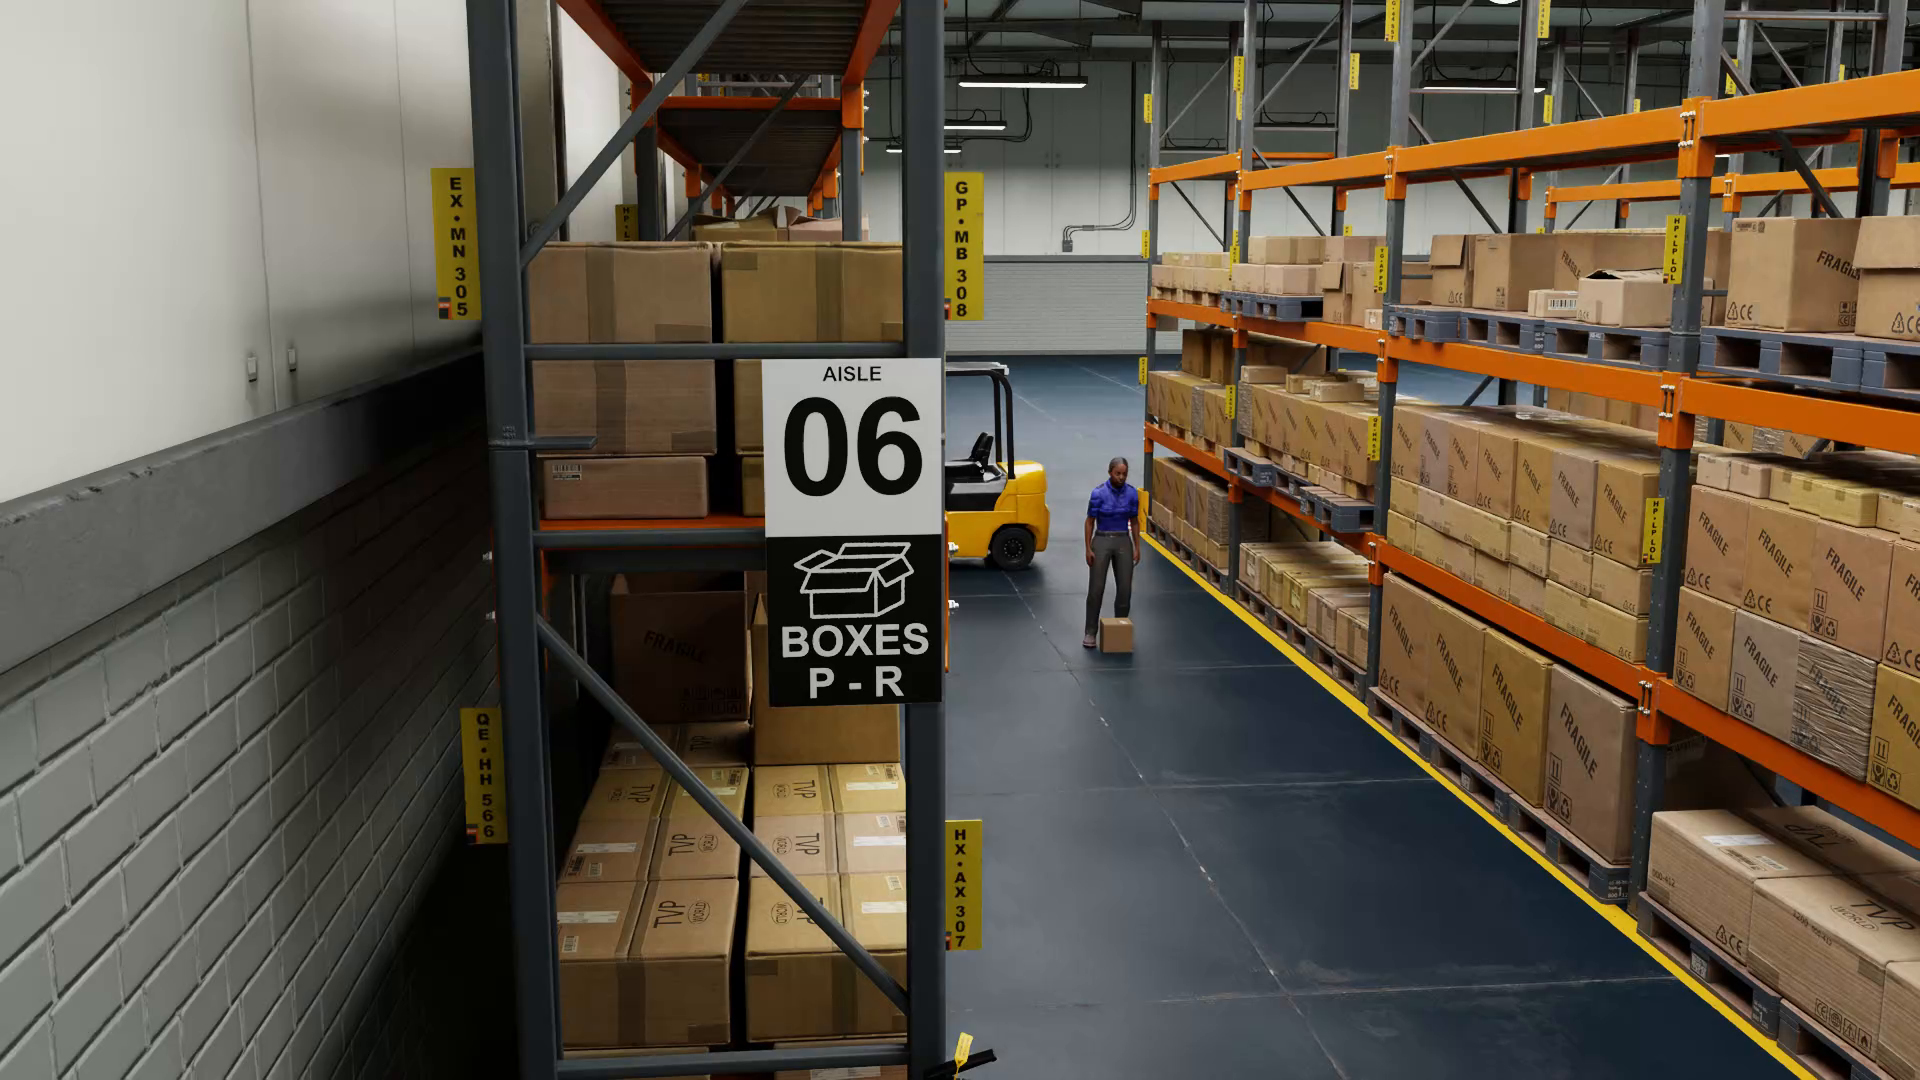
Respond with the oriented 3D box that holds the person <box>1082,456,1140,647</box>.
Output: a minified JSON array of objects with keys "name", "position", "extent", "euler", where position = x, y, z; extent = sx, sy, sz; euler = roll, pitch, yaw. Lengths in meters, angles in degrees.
[{"name":"person","position":[1.313,0.089,14.426],"extent":[0.528,1.653,0.351],"euler":[-2,10,-10]}]
